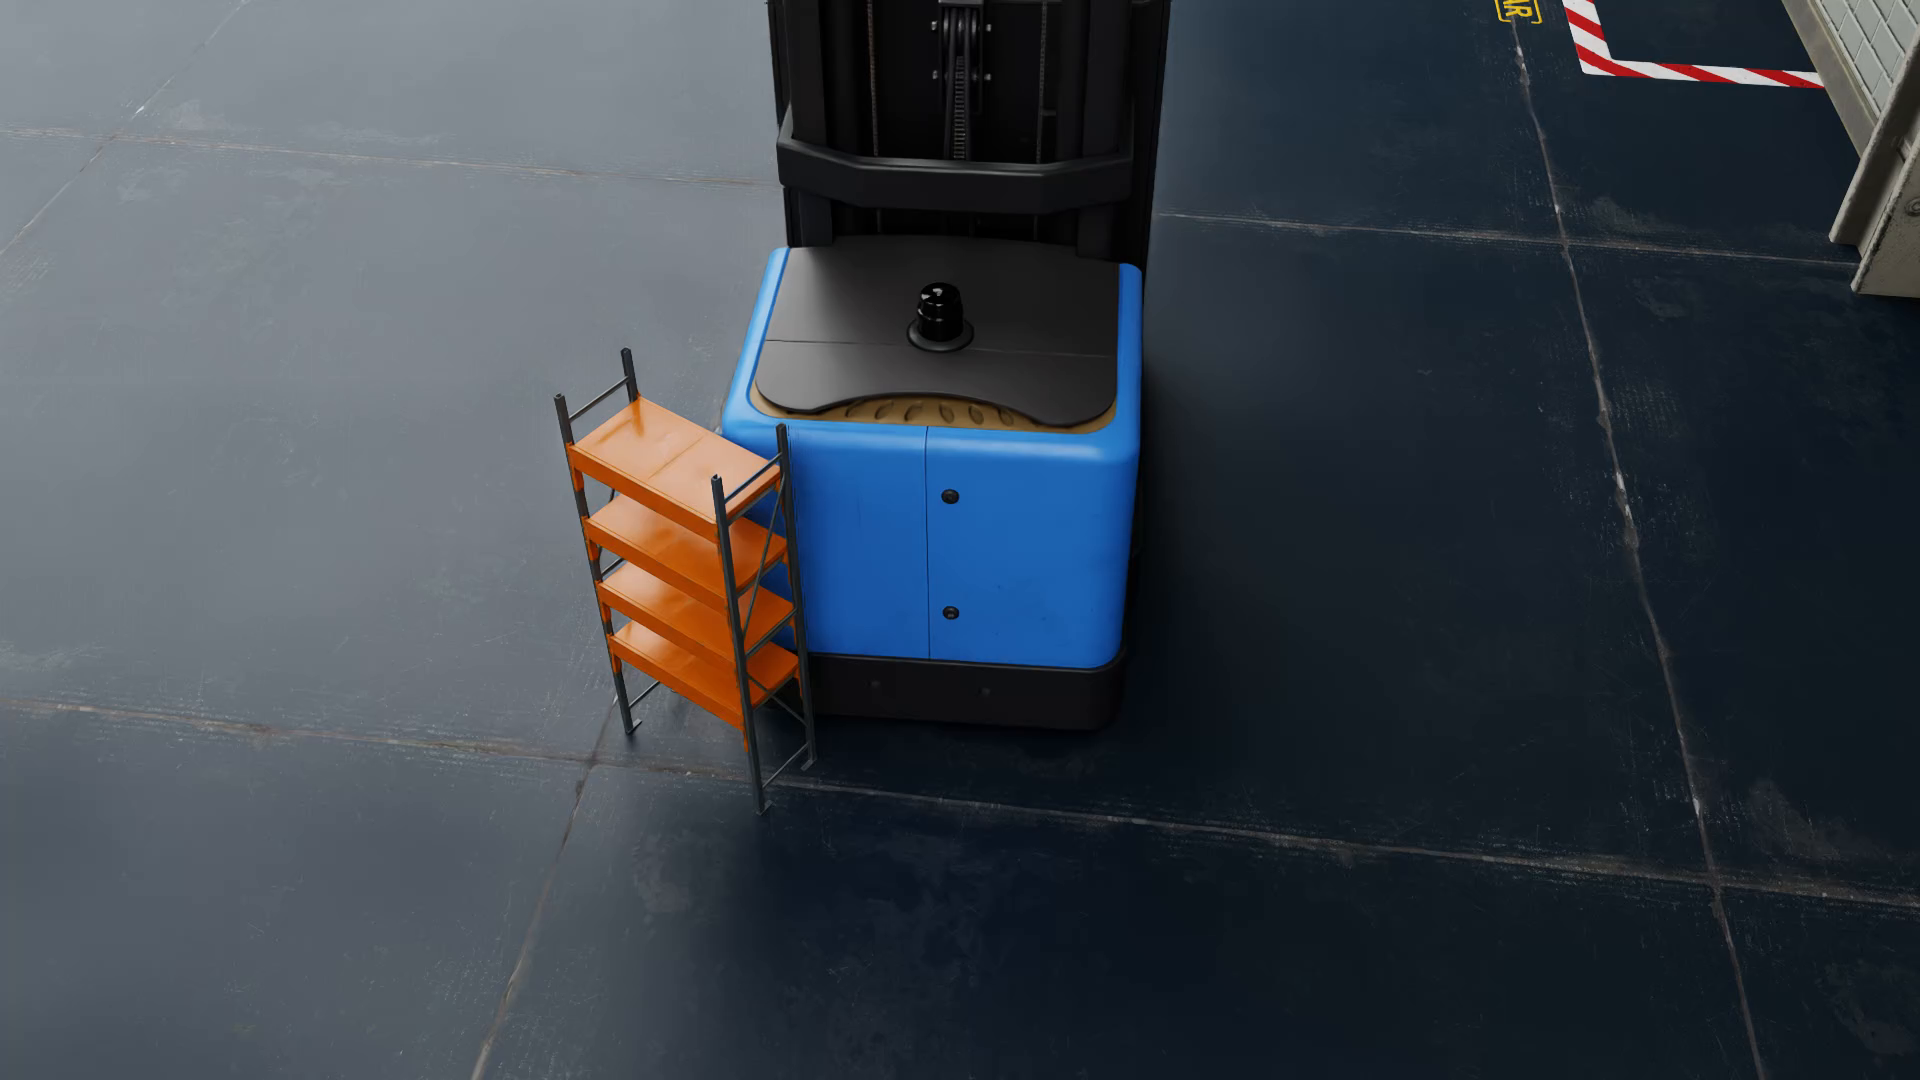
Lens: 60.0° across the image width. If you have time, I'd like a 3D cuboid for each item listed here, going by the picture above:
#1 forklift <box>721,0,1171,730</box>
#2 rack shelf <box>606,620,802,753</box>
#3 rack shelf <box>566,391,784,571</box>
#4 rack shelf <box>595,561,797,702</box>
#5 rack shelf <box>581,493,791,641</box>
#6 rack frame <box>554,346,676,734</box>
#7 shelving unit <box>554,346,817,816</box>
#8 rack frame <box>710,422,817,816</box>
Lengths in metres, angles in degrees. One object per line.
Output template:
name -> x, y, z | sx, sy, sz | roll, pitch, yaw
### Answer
forklift -> 0.044, -1.547, 4.753 | 1.130, 2.935, 3.031 | 3, 44, 3
rack shelf -> -0.669, 0.331, 4.414 | 0.480, 0.148, 0.258 | 26, 49, 25
rack shelf -> -0.669, -0.147, 3.961 | 0.480, 0.148, 0.258 | 26, 49, 25
rack shelf -> -0.669, 0.187, 4.278 | 0.480, 0.148, 0.258 | 26, 49, 25
rack shelf -> -0.669, 0.024, 4.124 | 0.480, 0.148, 0.258 | 26, 49, 25
rack frame -> -0.867, 0.039, 4.336 | 0.015, 1.200, 0.240 | 26, 49, 25
shelving unit -> -0.669, 0.138, 4.232 | 0.503, 1.200, 0.258 | 26, 49, 25
rack frame -> -0.472, 0.236, 4.128 | 0.015, 1.200, 0.240 | 26, 49, 25
